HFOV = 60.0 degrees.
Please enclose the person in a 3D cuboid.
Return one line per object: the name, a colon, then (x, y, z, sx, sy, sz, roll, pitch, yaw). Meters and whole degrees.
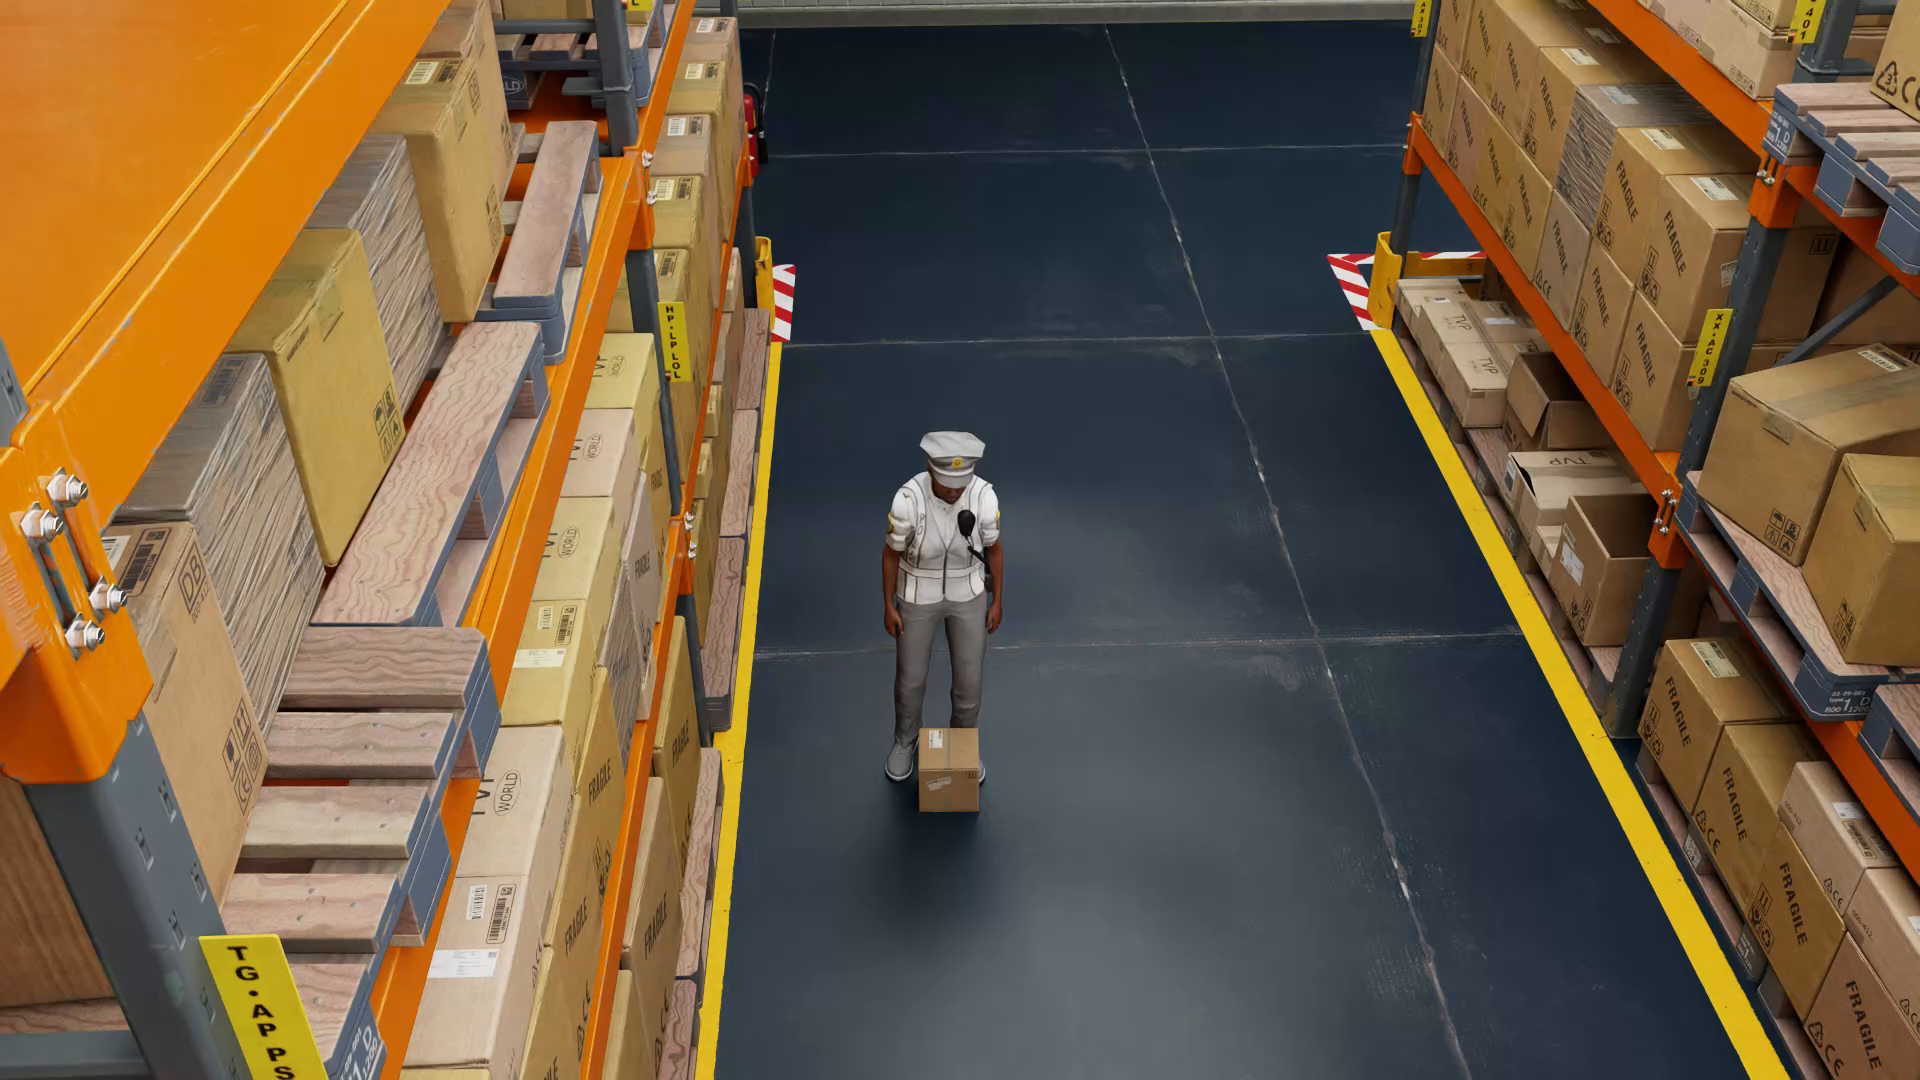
person: (-0.081, 0.271, 6.768, 0.496, 1.656, 0.417, -3, 36, -5)
